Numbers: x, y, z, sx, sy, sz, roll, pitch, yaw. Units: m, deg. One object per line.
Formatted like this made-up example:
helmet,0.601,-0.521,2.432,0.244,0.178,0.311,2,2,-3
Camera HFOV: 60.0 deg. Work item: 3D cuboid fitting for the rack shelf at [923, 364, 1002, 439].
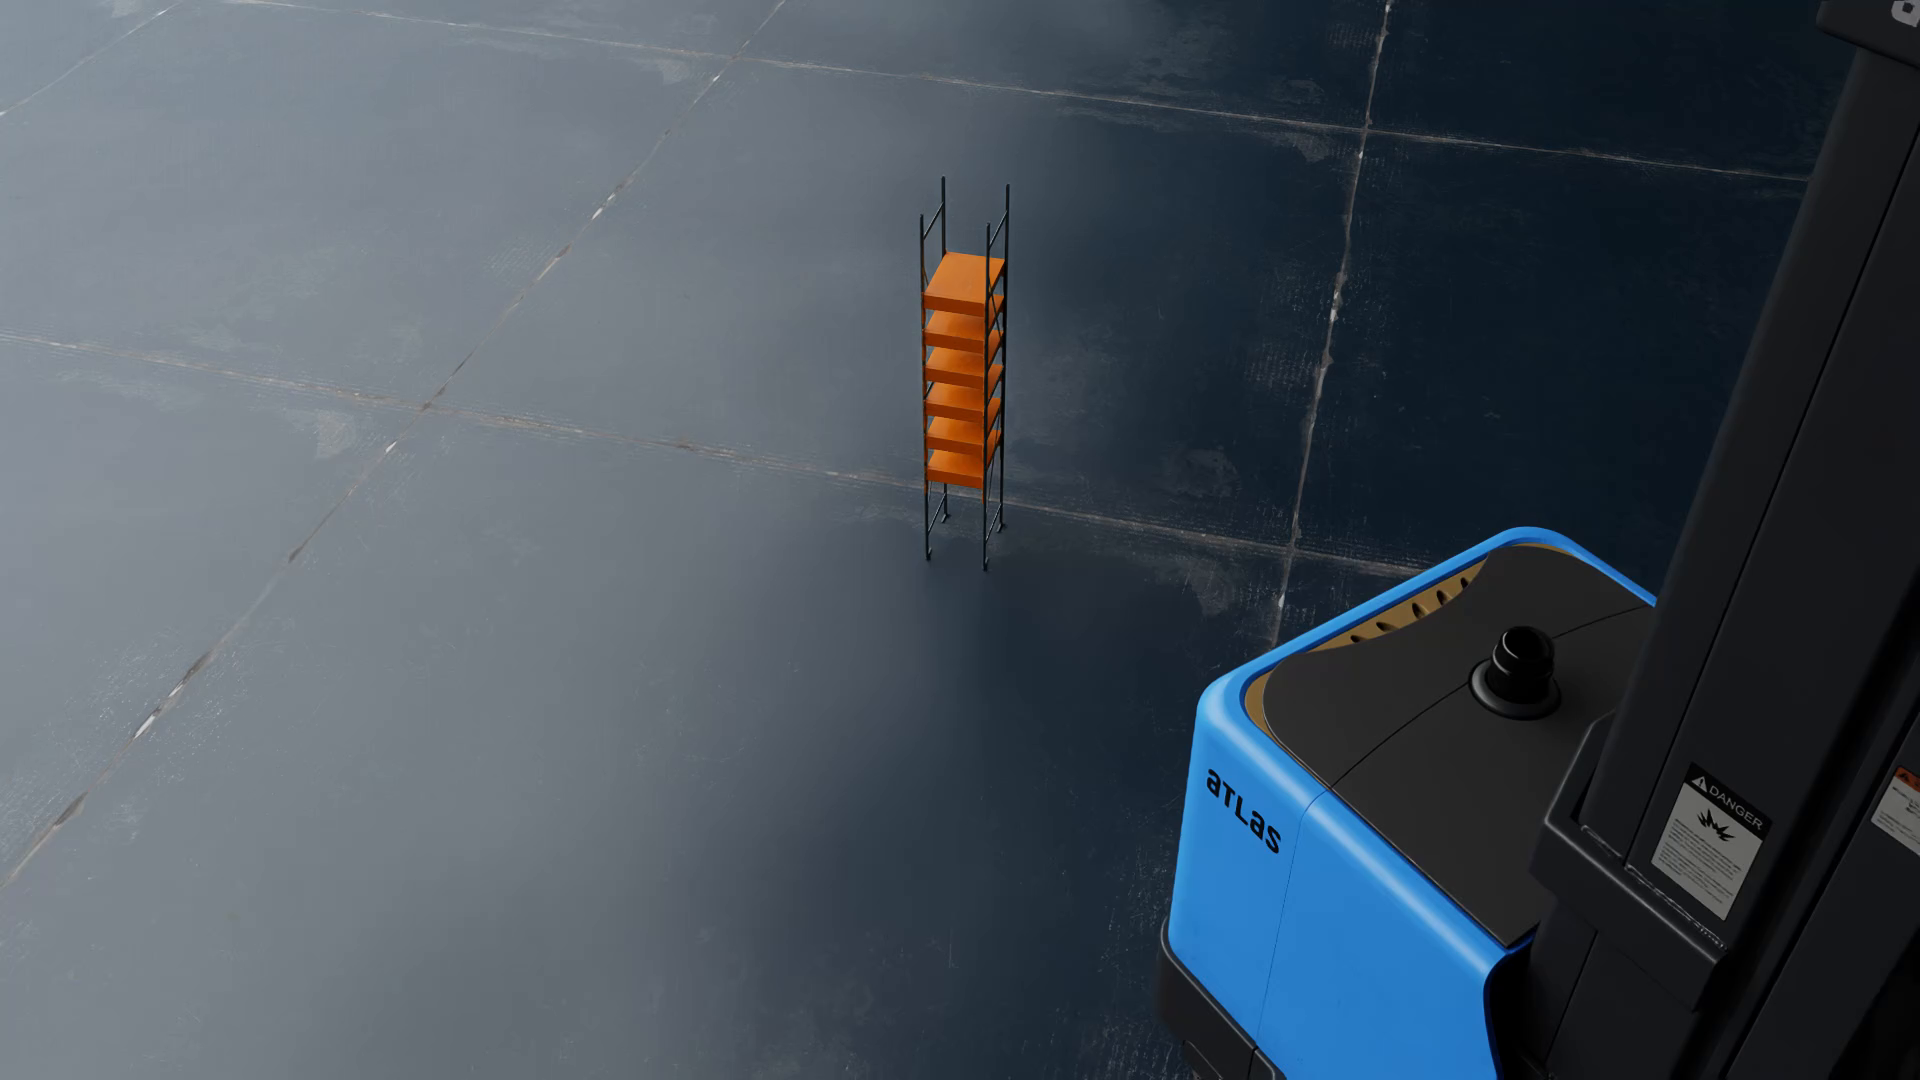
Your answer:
rack shelf,0.014,-0.423,4.890,0.180,0.103,0.258,10,41,11

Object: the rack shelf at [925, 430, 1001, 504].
rack shelf,0.014,-0.239,5.044,0.180,0.103,0.258,10,41,11

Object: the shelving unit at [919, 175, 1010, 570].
shelving unit,0.014,-0.457,4.861,0.189,1.200,0.258,10,41,11

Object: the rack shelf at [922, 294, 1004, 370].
rack shelf,0.014,-0.607,4.735,0.180,0.103,0.258,10,41,11

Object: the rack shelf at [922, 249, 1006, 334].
rack shelf,0.014,-0.699,4.658,0.180,0.103,0.258,10,41,11

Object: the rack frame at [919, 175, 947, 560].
rack frame,-0.074,-0.472,4.879,0.006,1.200,0.240,10,41,11

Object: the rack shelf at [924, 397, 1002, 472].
rack shelf,0.014,-0.331,4.967,0.180,0.103,0.258,10,41,11

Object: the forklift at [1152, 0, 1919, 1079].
forklift,1.685,0.606,2.249,1.130,2.935,3.031,-23,45,-25

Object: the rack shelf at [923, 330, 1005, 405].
rack shelf,0.014,-0.515,4.813,0.180,0.103,0.258,10,41,11

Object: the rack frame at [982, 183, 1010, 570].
rack frame,0.102,-0.442,4.843,0.006,1.200,0.240,10,41,11
